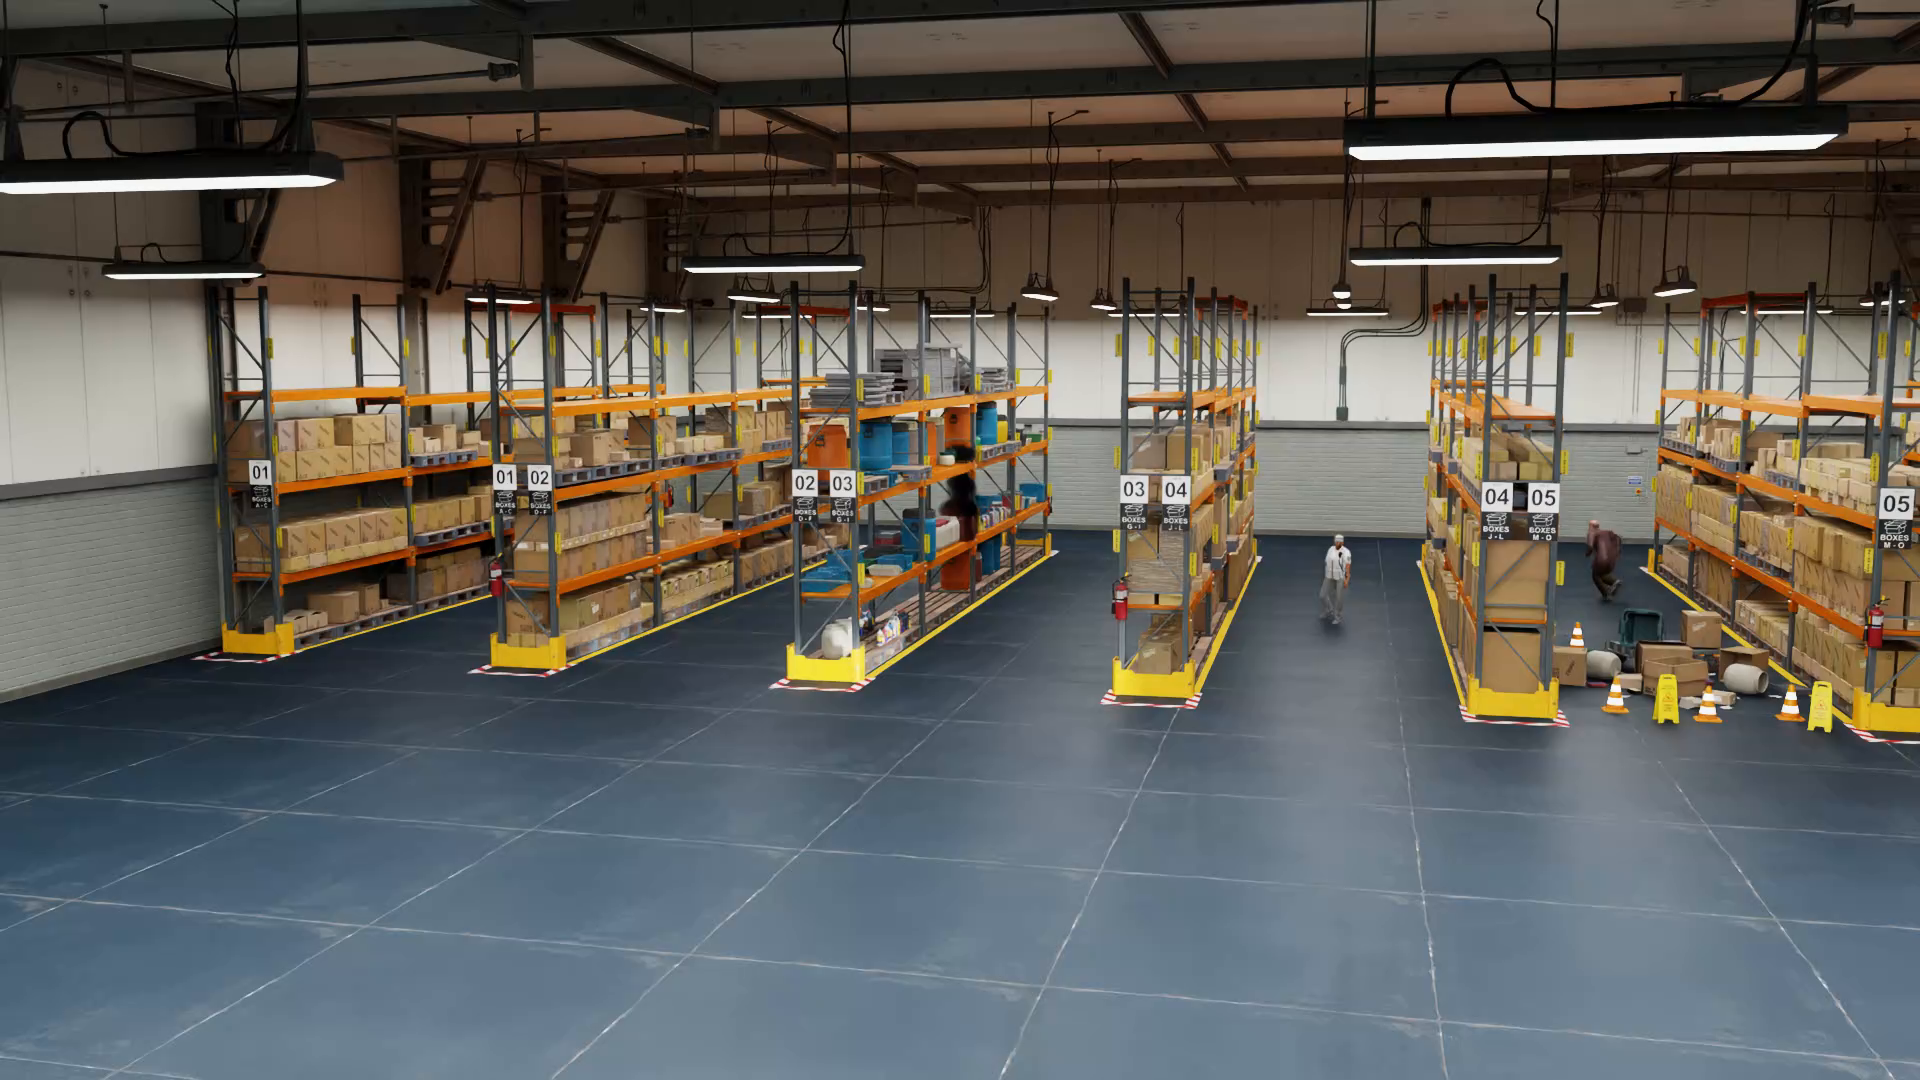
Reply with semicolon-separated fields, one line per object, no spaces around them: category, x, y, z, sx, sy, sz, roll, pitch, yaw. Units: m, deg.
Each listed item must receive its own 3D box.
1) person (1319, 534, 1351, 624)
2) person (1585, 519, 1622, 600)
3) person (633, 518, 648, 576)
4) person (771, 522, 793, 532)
person;6.832;0.714;30.355;0.648;1.683;0.490;6;9;41
person;12.937;0.419;33.275;0.736;1.563;0.911;-2;7;-18
person;-6.921;0.084;35.172;0.649;1.784;0.799;2;7;14
person;-4.712;-0.937;44.800;1.011;1.694;0.695;3;7;22
